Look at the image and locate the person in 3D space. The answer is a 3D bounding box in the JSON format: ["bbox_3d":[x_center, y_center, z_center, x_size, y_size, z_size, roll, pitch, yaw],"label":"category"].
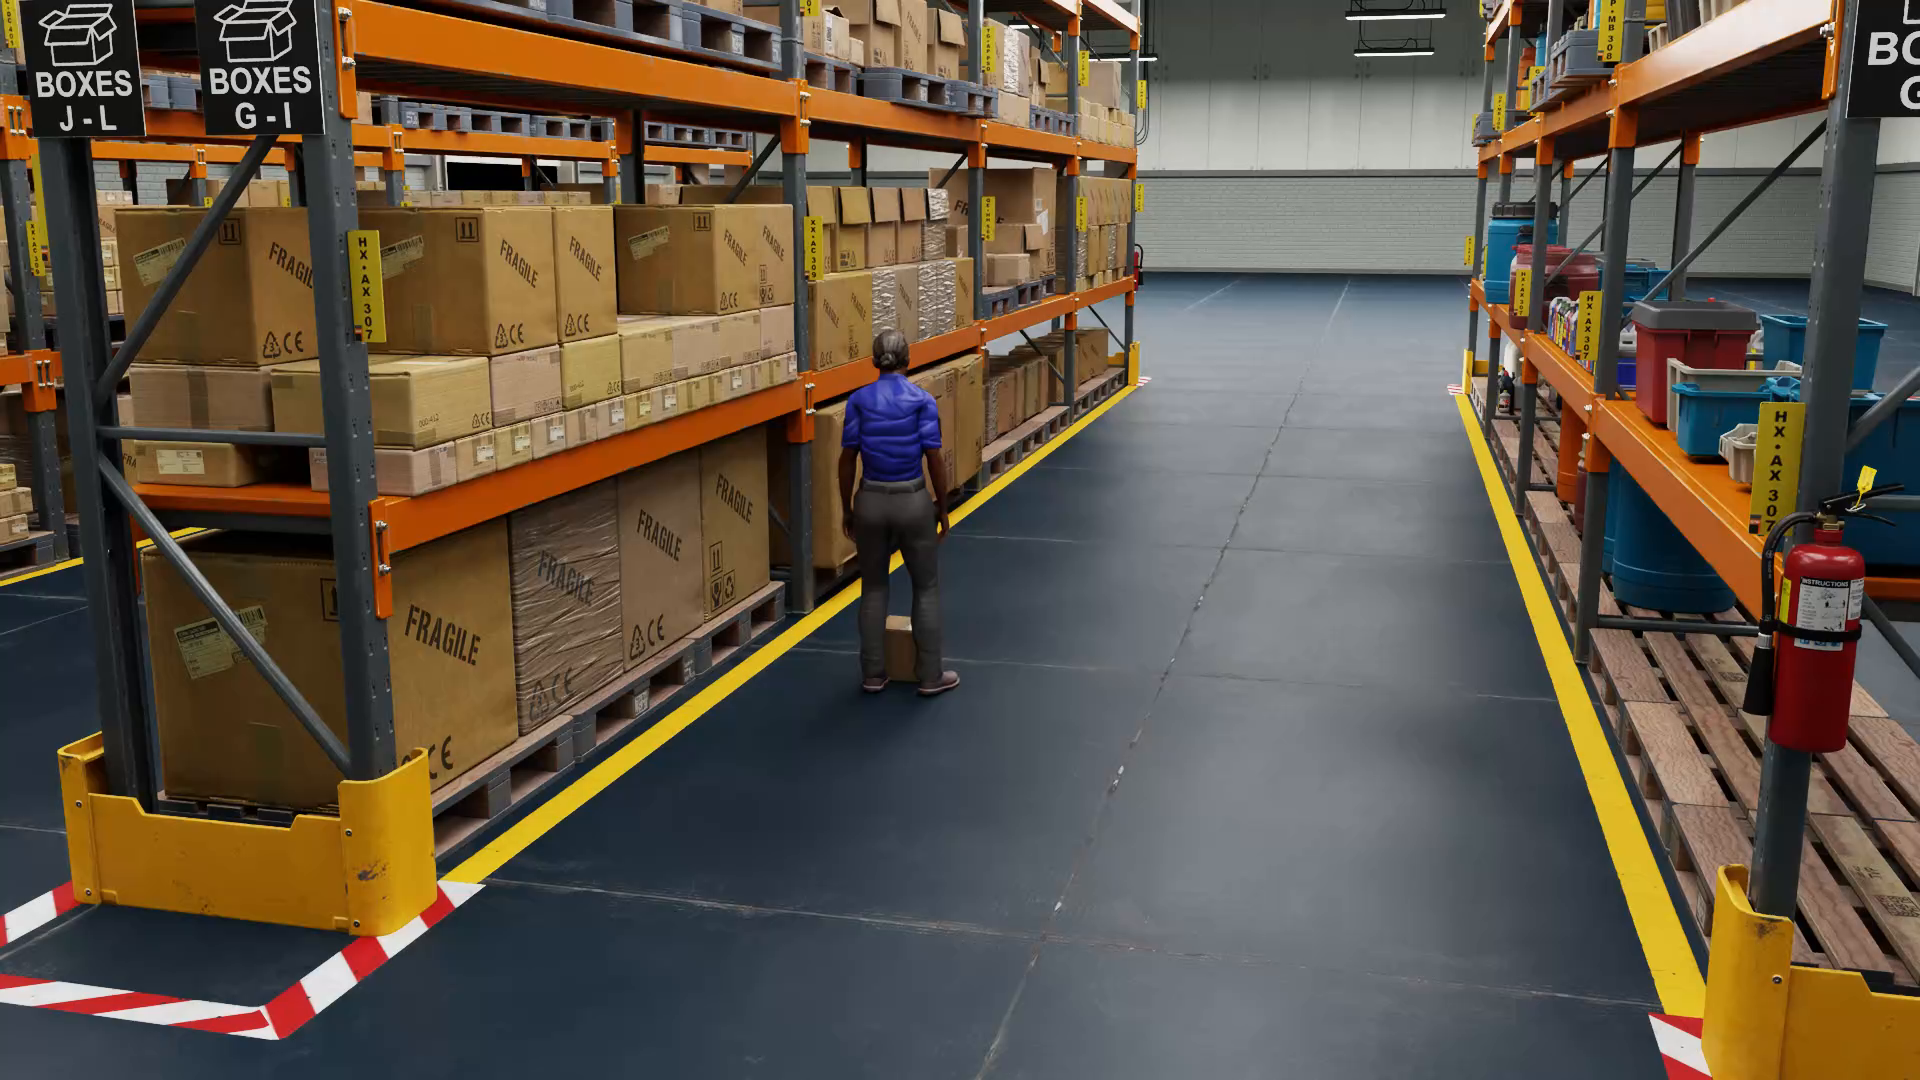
[{"bbox_3d":[-0.283,-0.122,7.557,0.533,1.654,0.351,2,12,10],"label":"person"}]
